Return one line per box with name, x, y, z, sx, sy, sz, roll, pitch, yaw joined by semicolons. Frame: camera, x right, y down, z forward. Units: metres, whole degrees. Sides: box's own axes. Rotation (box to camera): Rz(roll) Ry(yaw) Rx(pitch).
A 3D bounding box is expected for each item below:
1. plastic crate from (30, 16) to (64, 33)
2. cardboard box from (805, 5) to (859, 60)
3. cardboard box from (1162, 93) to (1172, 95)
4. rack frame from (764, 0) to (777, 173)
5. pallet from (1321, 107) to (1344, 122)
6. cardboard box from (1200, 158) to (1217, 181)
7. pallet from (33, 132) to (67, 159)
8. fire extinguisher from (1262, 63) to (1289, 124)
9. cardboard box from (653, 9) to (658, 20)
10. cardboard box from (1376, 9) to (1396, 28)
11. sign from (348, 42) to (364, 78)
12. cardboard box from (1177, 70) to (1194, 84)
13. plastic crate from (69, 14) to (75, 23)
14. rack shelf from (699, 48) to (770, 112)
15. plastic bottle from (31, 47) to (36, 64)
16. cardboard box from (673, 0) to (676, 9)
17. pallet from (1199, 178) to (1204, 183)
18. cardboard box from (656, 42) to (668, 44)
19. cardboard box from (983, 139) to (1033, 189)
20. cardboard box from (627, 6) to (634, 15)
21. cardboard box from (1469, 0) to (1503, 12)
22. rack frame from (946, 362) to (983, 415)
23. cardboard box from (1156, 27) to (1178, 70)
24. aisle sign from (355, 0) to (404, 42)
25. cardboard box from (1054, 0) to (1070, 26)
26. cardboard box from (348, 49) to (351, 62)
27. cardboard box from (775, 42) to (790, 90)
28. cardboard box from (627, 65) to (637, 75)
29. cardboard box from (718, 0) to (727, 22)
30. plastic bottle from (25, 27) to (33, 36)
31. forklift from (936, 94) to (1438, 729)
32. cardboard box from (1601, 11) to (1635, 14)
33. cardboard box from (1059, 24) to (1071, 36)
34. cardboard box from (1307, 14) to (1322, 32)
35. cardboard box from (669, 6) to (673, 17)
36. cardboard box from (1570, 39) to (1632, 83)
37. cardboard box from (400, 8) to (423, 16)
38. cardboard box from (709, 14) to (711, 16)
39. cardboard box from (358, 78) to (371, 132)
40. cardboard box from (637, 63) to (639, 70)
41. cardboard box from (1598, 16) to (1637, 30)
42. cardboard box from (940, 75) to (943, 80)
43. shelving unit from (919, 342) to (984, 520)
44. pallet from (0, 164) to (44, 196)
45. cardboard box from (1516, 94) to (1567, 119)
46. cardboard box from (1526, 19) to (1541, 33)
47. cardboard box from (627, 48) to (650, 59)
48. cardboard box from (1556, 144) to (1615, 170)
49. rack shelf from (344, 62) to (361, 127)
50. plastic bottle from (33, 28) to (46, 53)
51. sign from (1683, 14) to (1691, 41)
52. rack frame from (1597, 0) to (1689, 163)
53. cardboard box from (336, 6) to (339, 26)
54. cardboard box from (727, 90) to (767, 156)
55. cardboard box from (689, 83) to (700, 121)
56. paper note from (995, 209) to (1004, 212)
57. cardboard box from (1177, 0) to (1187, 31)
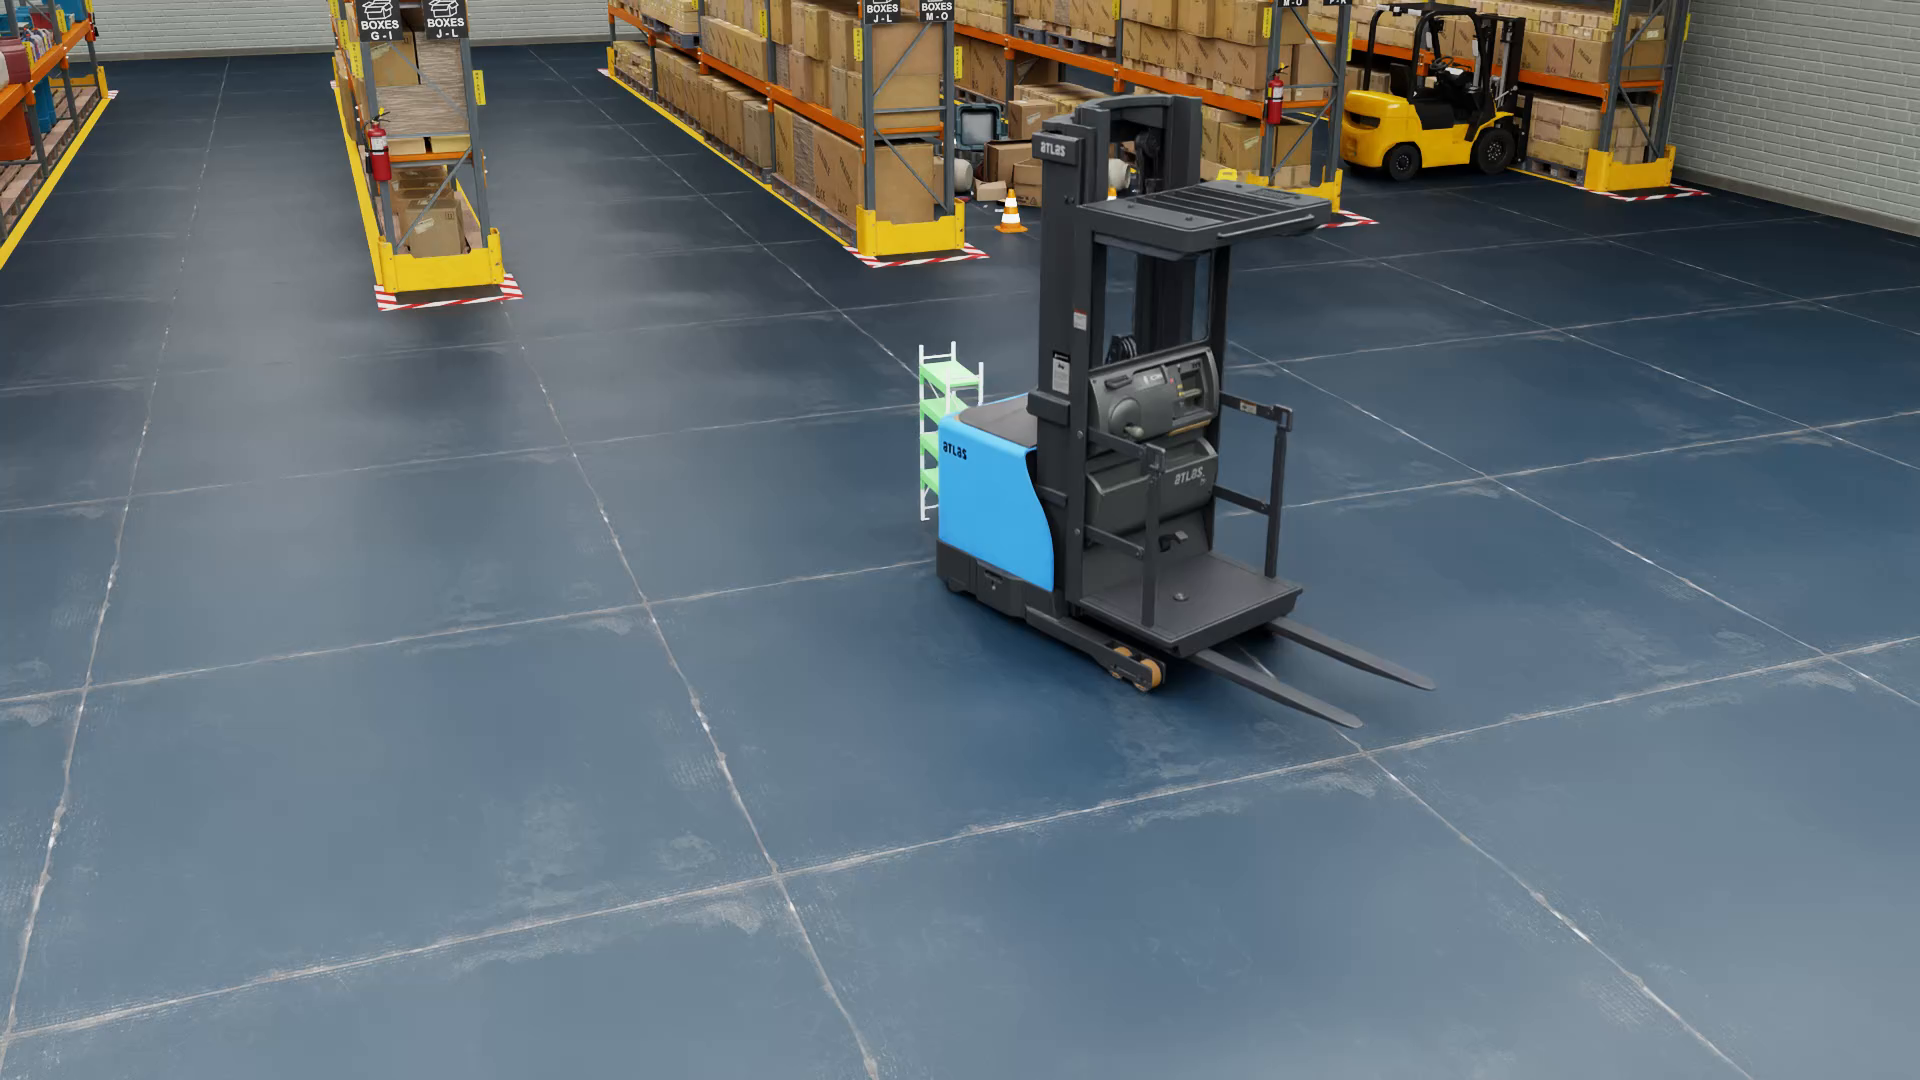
plastic crate;-14.464;-8.193;26.401;0.437;0.282;0.530;-8;24;-19
cardboard box;-1.303;-5.894;19.288;0.875;0.550;0.500;-8;24;-19
cardboard box;2.859;-5.754;21.738;0.380;0.149;0.250;-7;24;-16
rack frame;-1.961;-6.056;21.257;1.000;3.000;0.127;-8;24;-19
pallet;6.545;-6.876;26.792;1.003;0.211;1.213;-8;24;-19
cardboard box;3.334;-4.691;21.018;0.500;0.250;0.500;-8;24;-19
pallet;-13.428;-5.624;23.823;1.003;0.211;1.213;-8;24;-19
fire extinguisher;3.656;-5.178;19.273;0.296;0.674;0.183;-8;24;-19
cardboard box;-4.712;-8.459;26.741;0.380;0.149;0.250;-9;25;-21
cardboard box;6.675;-7.945;25.287;0.500;0.250;0.500;-9;24;-20
sign;-5.750;-4.569;15.831;0.100;0.325;0.005;-8;24;-19
cardboard box;3.003;-5.944;21.314;0.380;0.149;0.250;-8;24;-19
plastic crate;-15.052;-8.728;27.857;0.396;0.136;0.243;-8;24;-19
rack shelf;-2.668;-6.451;23.120;1.077;0.370;4.000;-8;24;-19
plastic bottle;-12.900;-6.760;23.077;0.061;0.283;0.133;-8;24;-19
cardboard box;-4.156;-8.163;25.273;0.380;0.149;0.250;-8;24;-17
pallet;3.339;-4.804;21.876;1.003;0.211;1.213;-8;24;-19
cardboard box;-5.531;-9.237;31.167;0.380;0.149;0.250;-9;24;-20
cardboard box;0.720;-4.860;21.459;0.797;0.637;0.503;-8;24;-19
cardboard box;-5.727;-9.477;29.696;0.380;0.149;0.250;-8;24;-18
cardboard box;7.382;-7.498;23.331;0.380;0.149;0.250;-8;24;-18
rack frame;0.028;-0.524;10.449;0.240;1.200;0.015;-8;24;-19
cardboard box;2.893;-6.394;21.546;0.500;0.500;0.500;-9;24;-19
aisle sign;-5.483;-5.093;15.625;0.394;0.787;0.004;-8;24;-19
cardboard box;1.717;-7.844;24.445;0.500;0.500;0.500;-9;25;-21
cardboard box;-7.673;-6.350;21.605;0.500;0.250;0.500;-9;24;-20
cardboard box;-1.820;-5.993;20.913;0.875;0.550;0.550;-8;24;-19
cardboard box;-5.878;-8.599;30.419;0.380;0.149;0.250;-10;25;-22
cardboard box;-3.045;-7.668;23.665;0.700;0.500;0.500;-9;24;-20
plastic bottle;-13.601;-7.308;24.290;0.144;0.351;0.185;-8;24;-19
forklift;1.191;-0.769;8.800;1.130;2.935;3.031;-18;29;-36
cardboard box;8.603;-6.828;21.741;0.380;0.149;0.250;-8;24;-18
cardboard box;1.687;-7.566;24.621;0.380;0.149;0.250;-8;24;-17
cardboard box;5.964;-8.460;27.154;0.500;0.250;0.500;-9;24;-20
cardboard box;-4.254;-8.124;25.563;0.380;0.149;0.250;-8;24;-19
cardboard box;8.270;-6.190;21.445;0.500;0.500;0.500;-9;24;-20
cardboard box;-5.867;-5.567;18.297;0.500;0.500;0.500;-8;24;-19
cardboard box;-3.727;-8.167;26.048;0.380;0.149;0.250;-8;24;-17
cardboard box;-5.681;-4.511;17.079;0.875;0.500;0.500;-8;24;-19
cardboard box;-5.595;-8.537;29.889;0.380;0.149;0.250;-10;25;-21
cardboard box;8.366;-6.584;21.163;0.380;0.149;0.250;-8;24;-19
cardboard box;0.102;-8.679;29.674;0.875;0.875;0.875;-8;24;-17
shelving unit;-0.058;-0.613;10.660;0.258;1.200;0.503;-8;24;-19
pallet;-12.446;-4.614;21.426;1.003;0.211;1.213;-8;24;-19
cardboard box;7.861;-5.879;22.550;0.500;0.250;0.500;-8;24;-18
cardboard box;7.829;-6.896;22.286;0.380;0.149;0.250;-8;24;-19
cardboard box;-5.850;-8.858;30.268;0.380;0.149;0.250;-8;24;-18
cardboard box;8.228;-5.055;21.880;0.500;0.250;0.500;-8;24;-19
rack shelf;-7.344;-5.807;21.593;1.077;0.370;4.000;-8;24;-19
plastic bottle;-13.401;-7.261;24.178;0.144;0.351;0.185;-8;24;-19
sign;9.211;-6.510;21.118;0.100;0.325;0.005;-8;24;-19
rack frame;8.689;-6.001;21.126;1.000;3.000;0.127;-8;24;-19
cardboard box;-9.356;-7.981;25.695;0.500;0.500;0.500;-8;24;-19
cardboard box;-2.602;-5.777;22.951;1.050;0.750;0.750;-8;24;-19
cardboard box;-3.851;-6.754;25.591;0.500;0.500;0.500;-8;24;-19
paper note;0.501;-4.021;20.254;0.144;0.017;0.142;0;23;-1
cardboard box;3.168;-6.675;20.925;0.700;0.500;0.500;-9;24;-19
